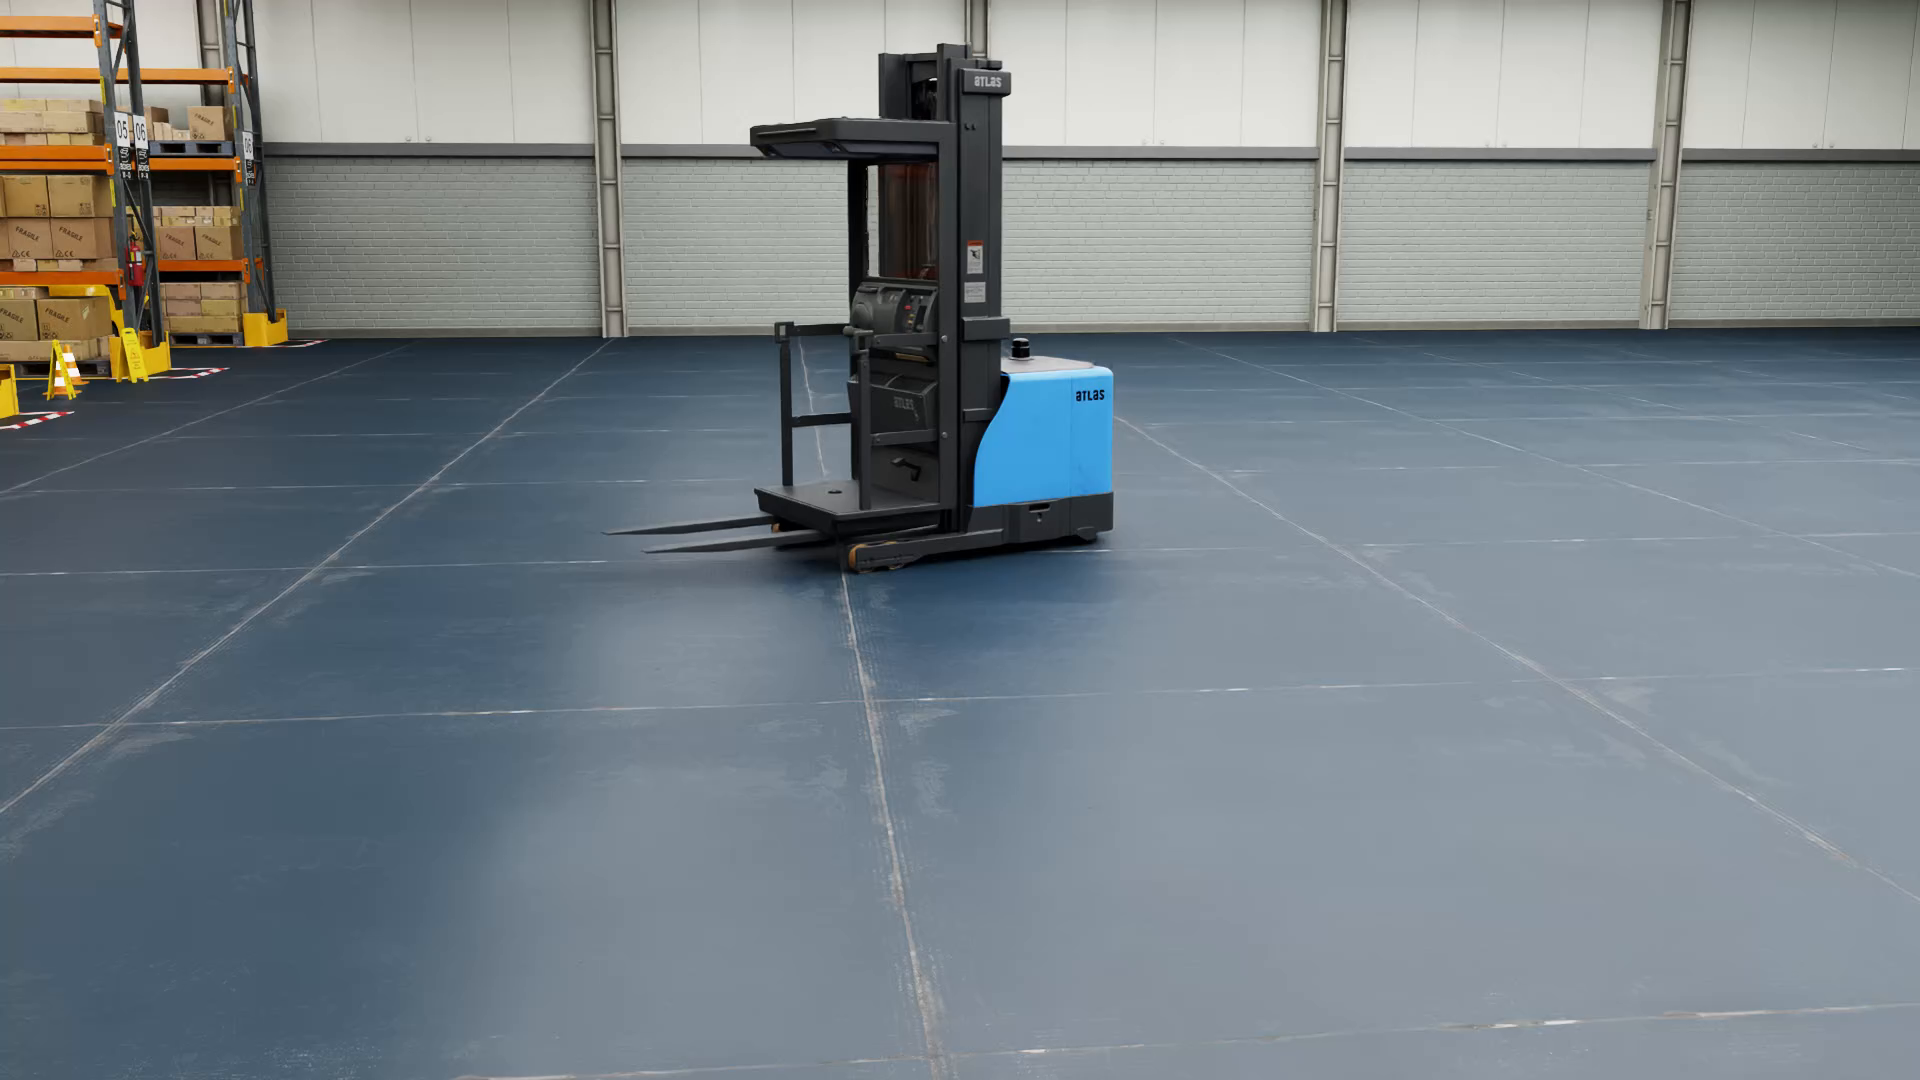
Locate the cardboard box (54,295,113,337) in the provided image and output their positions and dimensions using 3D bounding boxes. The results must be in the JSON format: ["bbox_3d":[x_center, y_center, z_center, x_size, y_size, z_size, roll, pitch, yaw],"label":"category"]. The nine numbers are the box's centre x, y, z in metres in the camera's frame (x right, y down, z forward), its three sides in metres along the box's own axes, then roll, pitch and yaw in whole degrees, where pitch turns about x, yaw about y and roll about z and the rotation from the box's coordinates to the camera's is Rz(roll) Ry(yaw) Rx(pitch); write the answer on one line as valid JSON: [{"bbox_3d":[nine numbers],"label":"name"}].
[{"bbox_3d":[-11.167,-2.849,21.180,0.500,0.500,0.500,-2,11,-8],"label":"cardboard box"}]

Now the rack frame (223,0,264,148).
[{"bbox_3d":[-10.852,-7.484,25.110,0.127,3.000,1.000,-1,11,-6],"label":"rack frame"}]

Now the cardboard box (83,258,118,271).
[{"bbox_3d":[-10.661,-3.417,20.623,0.250,0.149,0.380,-1,11,-4],"label":"cardboard box"}]

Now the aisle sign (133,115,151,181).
[{"bbox_3d":[-10.284,-4.925,20.905,0.004,0.787,0.394,-1,11,-6],"label":"aisle sign"}]

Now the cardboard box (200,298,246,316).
[{"bbox_3d":[-11.302,-3.573,25.508,0.500,0.250,0.500,-1,11,-7],"label":"cardboard box"}]

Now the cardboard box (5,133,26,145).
[{"bbox_3d":[-11.407,-4.873,20.256,0.250,0.149,0.380,-1,11,-6],"label":"cardboard box"}]

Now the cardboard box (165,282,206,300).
[{"bbox_3d":[-11.783,-3.807,25.404,0.500,0.250,0.500,-1,11,-5],"label":"cardboard box"}]

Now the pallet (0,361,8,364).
[{"bbox_3d":[-12.409,-2.184,20.930,1.213,0.211,1.003,-1,11,-6],"label":"pallet"}]

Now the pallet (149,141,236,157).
[{"bbox_3d":[-11.557,-5.959,25.358,1.213,0.211,1.003,-1,11,-6],"label":"pallet"}]

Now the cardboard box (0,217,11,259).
[{"bbox_3d":[-11.818,-3.700,20.384,0.500,0.500,0.500,-1,11,-6],"label":"cardboard box"}]

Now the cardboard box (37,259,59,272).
[{"bbox_3d":[-11.158,-3.389,20.481,0.250,0.149,0.380,-1,11,-7],"label":"cardboard box"}]

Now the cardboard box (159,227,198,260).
[{"bbox_3d":[-11.829,-4.520,25.325,0.500,0.500,0.500,-1,11,-4],"label":"cardboard box"}]

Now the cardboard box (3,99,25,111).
[{"bbox_3d":[-11.386,-5.263,20.170,0.250,0.149,0.380,-1,11,-6],"label":"cardboard box"}]

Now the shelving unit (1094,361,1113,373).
[{"bbox_3d":[0.808,-0.629,10.822,0.252,1.050,0.215,-4,11,-30],"label":"shelving unit"}]

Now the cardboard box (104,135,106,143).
[{"bbox_3d":[-10.677,-4.993,20.863,0.250,0.149,0.380,-1,11,-6],"label":"cardboard box"}]

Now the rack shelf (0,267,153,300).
[{"bbox_3d":[-12.300,-3.194,20.704,4.000,0.370,1.077,-1,11,-6],"label":"rack shelf"}]

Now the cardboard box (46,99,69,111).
[{"bbox_3d":[-10.877,-5.267,20.191,0.250,0.149,0.380,-1,11,-5],"label":"cardboard box"}]

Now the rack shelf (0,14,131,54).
[{"bbox_3d":[-12.300,-6.136,20.126,4.000,0.370,1.077,-1,11,-6],"label":"rack shelf"}]

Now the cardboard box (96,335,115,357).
[{"bbox_3d":[-11.144,-2.482,21.256,0.500,0.250,0.500,-1,11,-7],"label":"cardboard box"}]

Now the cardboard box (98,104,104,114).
[{"bbox_3d":[-10.687,-5.360,20.666,0.250,0.149,0.380,-1,11,-6],"label":"cardboard box"}]

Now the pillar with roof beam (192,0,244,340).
[{"bbox_3d":[-11.176,-6.817,21.716,0.400,9.000,9.100,-1,11,-6],"label":"pillar with roof beam"}]

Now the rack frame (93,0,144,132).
[{"bbox_3d":[-10.312,-6.532,20.268,0.127,3.000,1.000,-1,11,-6],"label":"rack frame"}]

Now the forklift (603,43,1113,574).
[{"bbox_3d":[-0.571,-1.364,9.708,3.031,2.935,1.130,-7,13,-31],"label":"forklift"}]

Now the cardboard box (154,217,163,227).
[{"bbox_3d":[-12.190,-4.825,25.193,0.250,0.149,0.380,-2,11,-8],"label":"cardboard box"}]

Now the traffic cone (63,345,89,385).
[{"bbox_3d":[-10.600,-2.088,19.788,0.334,0.463,0.336,-1,11,-6],"label":"traffic cone"}]

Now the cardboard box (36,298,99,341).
[{"bbox_3d":[-11.080,-2.747,20.660,0.500,0.500,0.500,-1,11,-6],"label":"cardboard box"}]

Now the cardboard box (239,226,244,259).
[{"bbox_3d":[-11.374,-4.633,25.897,0.500,0.500,0.500,-1,11,-4],"label":"cardboard box"}]

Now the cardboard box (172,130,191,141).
[{"bbox_3d":[-11.643,-6.069,24.989,0.250,0.149,0.380,-2,11,-8],"label":"cardboard box"}]

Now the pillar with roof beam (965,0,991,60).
[{"bbox_3d":[0.754,-7.067,22.987,0.400,9.000,9.100,-1,11,-6],"label":"pillar with roof beam"}]

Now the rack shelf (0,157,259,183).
[{"bbox_3d":[-12.840,-5.618,25.256,4.000,0.370,1.077,-1,11,-6],"label":"rack shelf"}]

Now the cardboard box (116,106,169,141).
[{"bbox_3d":[-12.294,-6.258,25.044,0.500,0.500,0.700,-1,11,-6],"label":"cardboard box"}]

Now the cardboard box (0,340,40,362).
[{"bbox_3d":[-11.602,-2.368,20.676,0.500,0.250,0.500,-1,11,-6],"label":"cardboard box"}]

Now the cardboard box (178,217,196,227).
[{"bbox_3d":[-11.682,-4.842,25.282,0.250,0.149,0.380,-1,11,-5],"label":"cardboard box"}]

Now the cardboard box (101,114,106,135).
[{"bbox_3d":[-10.841,-5.174,20.750,0.500,0.250,0.500,-1,11,-7],"label":"cardboard box"}]

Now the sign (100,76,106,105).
[{"bbox_3d":[-10.272,-5.388,19.928,0.005,0.325,0.100,-1,11,-6],"label":"sign"}]

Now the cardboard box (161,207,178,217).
[{"bbox_3d":[-11.940,-4.993,25.280,0.250,0.149,0.380,-1,11,-6],"label":"cardboard box"}]

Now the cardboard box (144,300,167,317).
[{"bbox_3d":[-12.313,-3.550,25.391,0.500,0.250,0.500,-1,11,-7],"label":"cardboard box"}]

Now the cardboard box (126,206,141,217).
[{"bbox_3d":[-12.443,-4.960,25.111,0.250,0.149,0.380,-1,11,-5],"label":"cardboard box"}]

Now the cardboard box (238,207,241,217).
[{"bbox_3d":[-11.209,-5.088,25.760,0.250,0.149,0.380,-1,11,-7],"label":"cardboard box"}]

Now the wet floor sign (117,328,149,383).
[{"bbox_3d":[-10.007,-2.232,20.050,0.232,0.644,0.267,3,11,14],"label":"wet floor sign"}]

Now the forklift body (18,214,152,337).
[{"bbox_3d":[-12.540,-3.735,23.790,1.214,2.155,2.313,-1,11,-6],"label":"forklift body"}]

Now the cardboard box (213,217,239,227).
[{"bbox_3d":[-11.166,-4.847,25.306,0.250,0.149,0.380,-1,11,-5],"label":"cardboard box"}]

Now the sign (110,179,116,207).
[{"bbox_3d":[-10.272,-4.205,20.161,0.005,0.325,0.100,-1,11,-6],"label":"sign"}]

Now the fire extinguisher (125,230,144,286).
[{"bbox_3d":[-10.148,-3.465,20.417,0.183,0.674,0.296,-1,11,-6],"label":"fire extinguisher"}]

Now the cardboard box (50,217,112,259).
[{"bbox_3d":[-10.822,-3.720,20.482,0.500,0.500,0.500,-1,11,-7],"label":"cardboard box"}]

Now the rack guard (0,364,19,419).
[{"bbox_3d":[-9.653,-1.416,16.273,0.348,0.500,1.175,-1,11,-6],"label":"rack guard"}]

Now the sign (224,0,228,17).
[{"bbox_3d":[-10.807,-7.877,24.481,0.005,0.325,0.100,-1,11,-6],"label":"sign"}]

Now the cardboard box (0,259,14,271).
[{"bbox_3d":[-11.680,-3.399,20.535,0.250,0.149,0.380,-1,11,-5],"label":"cardboard box"}]

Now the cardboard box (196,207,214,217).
[{"bbox_3d":[-11.427,-4.995,25.287,0.250,0.149,0.380,-1,11,-6],"label":"cardboard box"}]

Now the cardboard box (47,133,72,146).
[{"bbox_3d":[-10.880,-4.865,20.213,0.250,0.149,0.380,-1,11,-6],"label":"cardboard box"}]

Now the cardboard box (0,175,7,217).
[{"bbox_3d":[-11.796,-4.182,20.244,0.500,0.500,0.700,-1,11,-7],"label":"cardboard box"}]

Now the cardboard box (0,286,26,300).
[{"bbox_3d":[-11.688,-3.040,20.469,0.250,0.149,0.380,-1,11,-5],"label":"cardboard box"}]

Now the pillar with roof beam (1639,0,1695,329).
[{"bbox_3d":[12.683,-7.317,24.259,0.400,9.000,9.100,-1,11,-6],"label":"pillar with roof beam"}]

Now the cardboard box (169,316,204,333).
[{"bbox_3d":[-11.780,-3.319,25.512,0.500,0.250,0.500,-1,11,-6],"label":"cardboard box"}]

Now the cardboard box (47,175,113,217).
[{"bbox_3d":[-10.796,-4.222,20.445,0.500,0.500,0.700,-1,11,-7],"label":"cardboard box"}]

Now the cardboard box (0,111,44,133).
[{"bbox_3d":[-11.293,-5.063,20.187,0.500,0.250,0.500,-1,11,-7],"label":"cardboard box"}]
